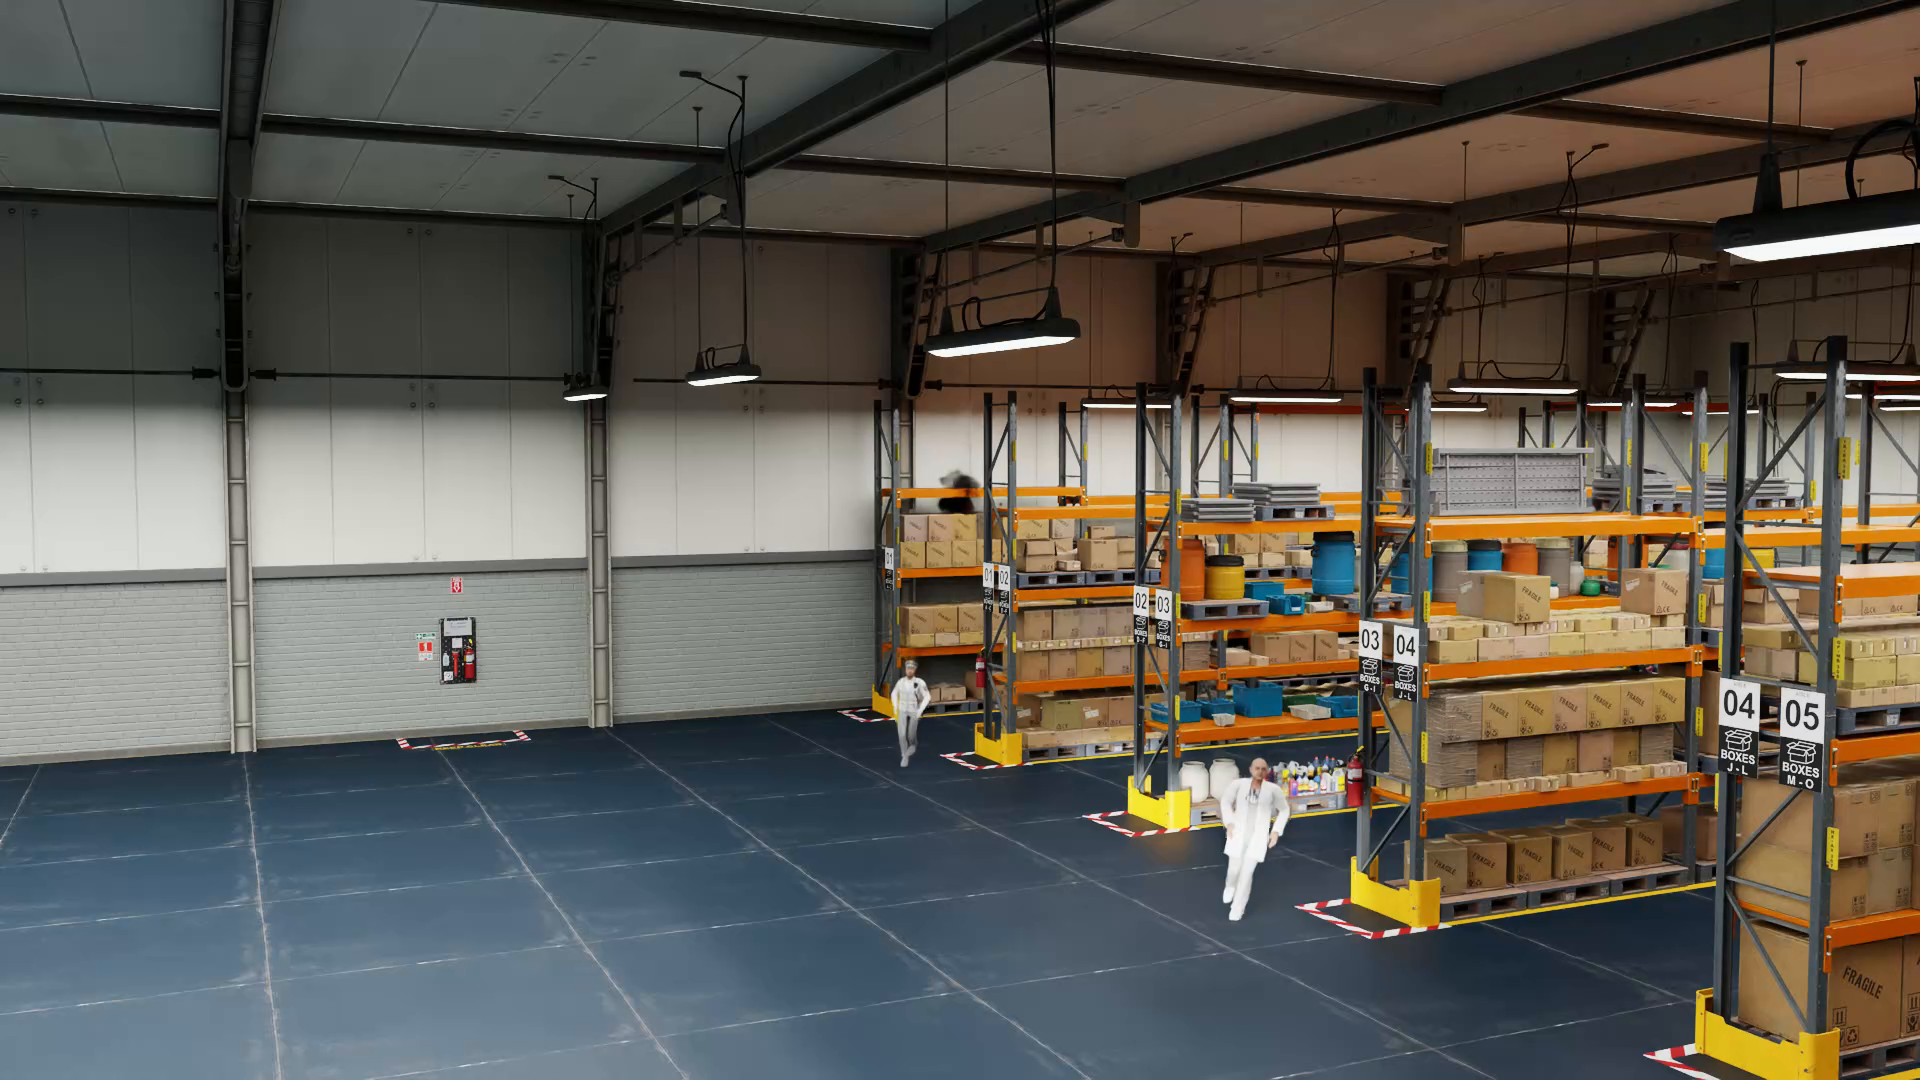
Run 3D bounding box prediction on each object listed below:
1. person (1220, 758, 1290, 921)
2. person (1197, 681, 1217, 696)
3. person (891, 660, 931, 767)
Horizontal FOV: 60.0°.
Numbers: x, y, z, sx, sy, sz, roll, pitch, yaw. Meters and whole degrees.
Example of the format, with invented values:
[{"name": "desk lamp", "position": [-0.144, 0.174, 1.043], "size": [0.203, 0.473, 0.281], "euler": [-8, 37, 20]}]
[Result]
[{"name": "person", "position": [3.229, 3.243, 18.219], "size": [0.758, 1.737, 0.731], "euler": [1, 3, 13]}, {"name": "person", "position": [4.405, 2.383, 31.279], "size": [1.116, 1.585, 0.627], "euler": [-2, 4, -30]}, {"name": "person", "position": [-0.789, 2.737, 26.528], "size": [0.650, 1.667, 0.625], "euler": [1, 3, 9]}]
